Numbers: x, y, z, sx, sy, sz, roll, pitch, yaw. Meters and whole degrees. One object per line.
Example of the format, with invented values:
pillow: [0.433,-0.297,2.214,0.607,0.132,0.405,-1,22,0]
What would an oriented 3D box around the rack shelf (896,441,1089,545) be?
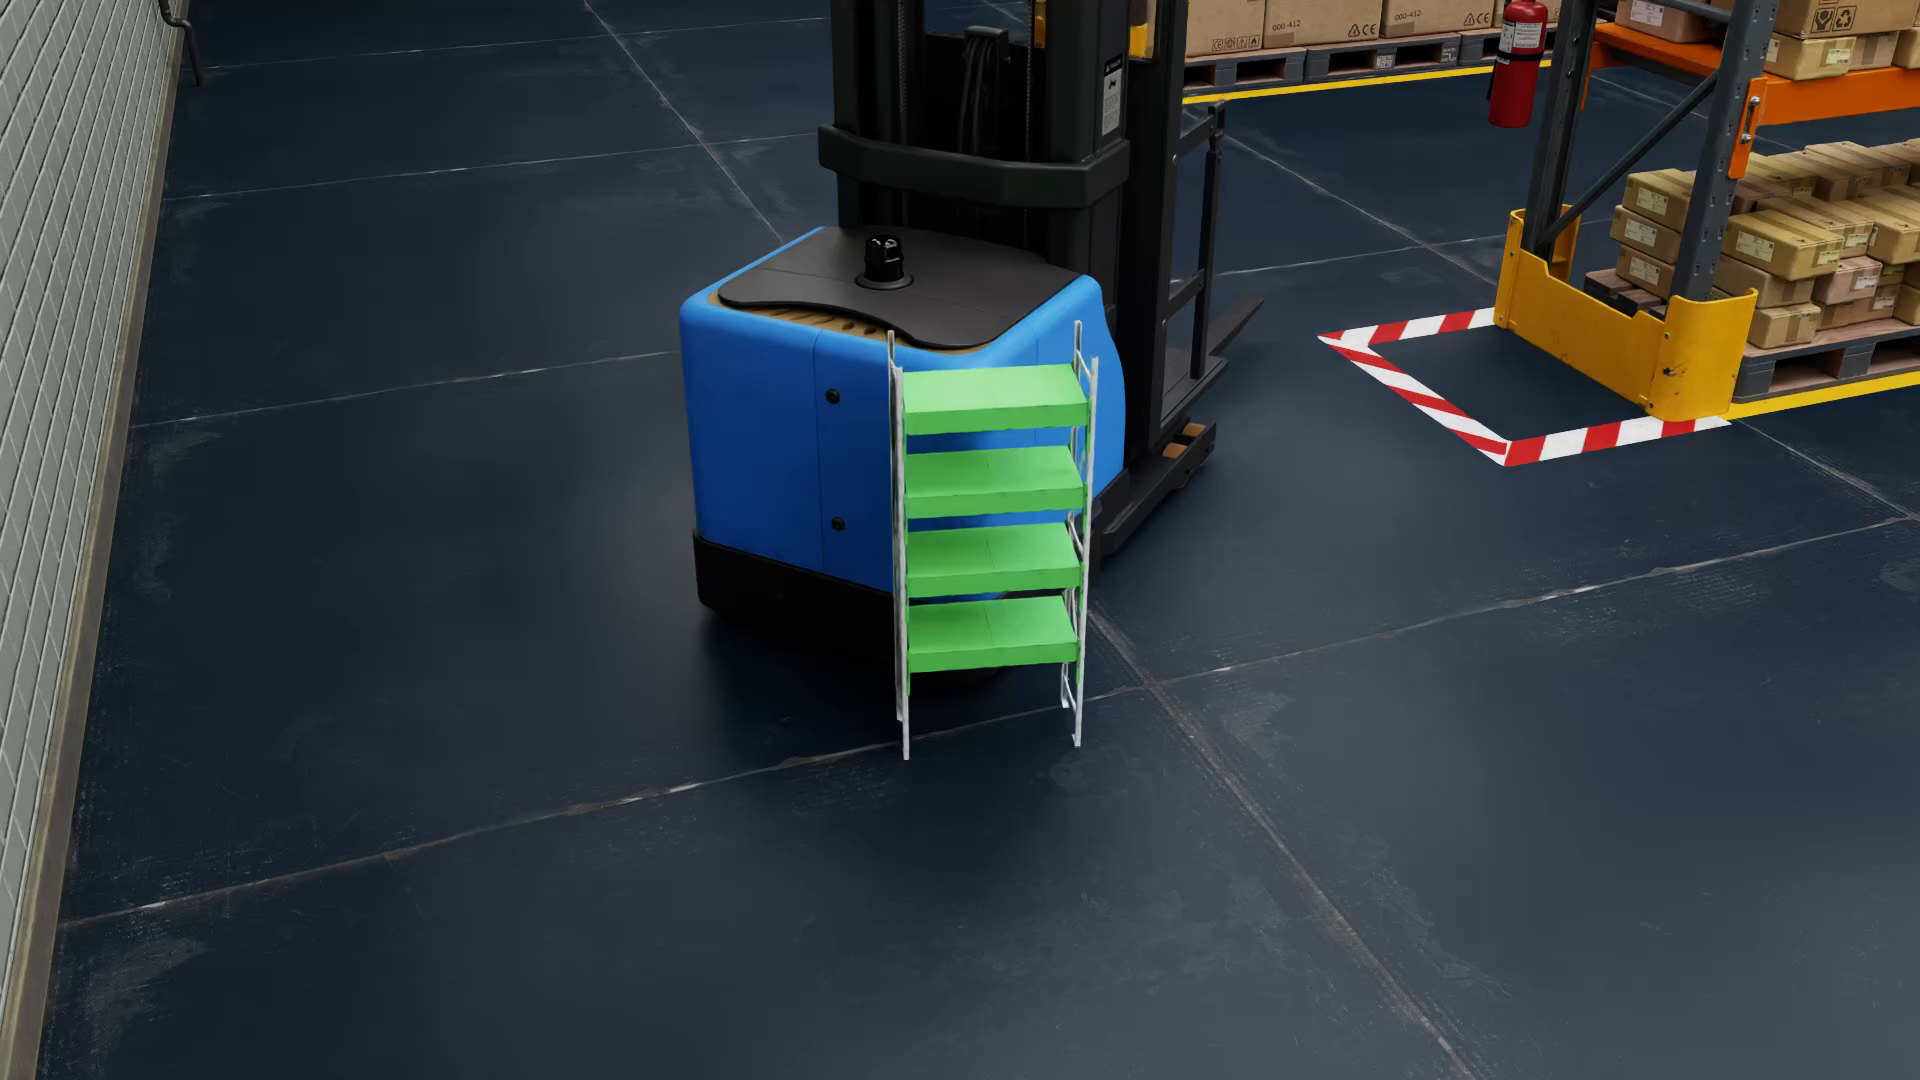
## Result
rack shelf: [0.078,-0.128,4.403,0.480,0.148,0.258,-4,30,-6]

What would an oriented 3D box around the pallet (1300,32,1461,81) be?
pallet: [2.711,-3.496,11.674,1.213,0.211,1.003,-10,31,-18]

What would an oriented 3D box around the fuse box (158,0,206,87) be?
fuse box: [-5.025,-3.781,10.658,0.414,1.711,0.539,-10,31,-18]

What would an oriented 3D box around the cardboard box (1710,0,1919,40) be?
cardboard box: [3.186,-2.168,6.124,0.500,0.500,0.500,-9,31,-15]

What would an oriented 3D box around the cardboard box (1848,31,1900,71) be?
cardboard box: [3.311,-1.904,6.315,0.250,0.149,0.380,-9,31,-16]

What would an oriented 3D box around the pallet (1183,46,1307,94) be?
pallet: [1.570,-3.288,11.308,1.213,0.211,1.003,-10,31,-18]

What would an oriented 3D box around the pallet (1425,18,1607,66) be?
pallet: [3.857,-3.709,12.047,1.213,0.211,1.003,-10,31,-18]

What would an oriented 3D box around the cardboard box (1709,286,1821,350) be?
cardboard box: [3.271,-0.932,6.811,0.250,0.149,0.380,-10,31,-17]

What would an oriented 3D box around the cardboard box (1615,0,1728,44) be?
cardboard box: [2.876,-2.124,6.702,0.250,0.149,0.380,-10,31,-18]

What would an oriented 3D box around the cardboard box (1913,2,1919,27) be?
cardboard box: [3.678,-2.272,6.306,0.500,0.500,0.500,-10,31,-18]

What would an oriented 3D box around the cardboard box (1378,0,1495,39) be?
cardboard box: [3.132,-3.871,11.679,0.875,0.438,0.875,-11,32,-19]

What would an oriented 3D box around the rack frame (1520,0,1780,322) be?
rack frame: [2.669,-2.046,6.311,0.127,3.000,1.000,-10,31,-18]

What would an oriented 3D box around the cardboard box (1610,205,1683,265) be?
cardboard box: [3.064,-1.342,7.231,0.250,0.149,0.380,-11,32,-19]

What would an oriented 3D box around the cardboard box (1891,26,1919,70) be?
cardboard box: [3.581,-1.925,6.353,0.250,0.149,0.380,-11,32,-19]

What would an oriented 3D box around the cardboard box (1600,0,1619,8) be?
cardboard box: [5.150,-4.419,12.198,0.875,0.875,0.875,-9,31,-16]

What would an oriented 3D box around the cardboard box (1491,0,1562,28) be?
cardboard box: [3.971,-4.026,11.951,0.875,0.438,0.875,-11,31,-18]

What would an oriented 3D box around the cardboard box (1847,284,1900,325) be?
cardboard box: [3.718,-1.061,7.038,0.250,0.149,0.380,-10,31,-17]

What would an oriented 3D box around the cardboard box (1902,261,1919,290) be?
cardboard box: [4.002,-1.189,6.961,0.250,0.149,0.380,-9,31,-16]

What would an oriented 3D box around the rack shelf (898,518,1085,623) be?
rack shelf: [0.078,0.080,4.524,0.480,0.148,0.258,-4,30,-6]

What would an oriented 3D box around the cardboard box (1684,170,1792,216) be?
cardboard box: [3.332,-1.474,7.162,0.250,0.149,0.380,-10,31,-17]

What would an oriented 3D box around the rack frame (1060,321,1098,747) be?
rack frame: [0.320,0.009,4.519,0.015,1.200,0.240,-4,30,-6]

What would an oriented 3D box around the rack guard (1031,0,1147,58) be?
rack guard: [0.825,-3.235,10.923,0.348,0.500,1.175,-10,31,-18]

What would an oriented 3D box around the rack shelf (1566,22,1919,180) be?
rack shelf: [4.543,-2.079,7.095,4.000,0.370,1.077,-10,31,-18]

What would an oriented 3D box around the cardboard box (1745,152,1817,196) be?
cardboard box: [3.530,-1.578,7.343,0.250,0.149,0.380,-11,32,-19]

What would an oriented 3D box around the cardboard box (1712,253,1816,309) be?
cardboard box: [3.249,-1.090,6.789,0.250,0.149,0.380,-9,31,-16]

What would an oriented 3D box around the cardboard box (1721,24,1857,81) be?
cardboard box: [3.086,-1.841,6.204,0.250,0.149,0.380,-11,31,-18]

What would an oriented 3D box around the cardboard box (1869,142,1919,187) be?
cardboard box: [4.313,-1.659,7.487,0.250,0.149,0.380,-11,32,-19]

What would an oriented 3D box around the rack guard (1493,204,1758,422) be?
rack guard: [2.740,-0.973,6.953,0.348,0.500,1.175,-10,31,-18]

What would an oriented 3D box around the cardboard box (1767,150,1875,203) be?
cardboard box: [3.795,-1.593,7.370,0.250,0.149,0.380,-12,32,-20]

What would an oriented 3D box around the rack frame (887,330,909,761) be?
rack frame: [-0.164,0.040,4.465,0.015,1.200,0.240,-4,30,-6]

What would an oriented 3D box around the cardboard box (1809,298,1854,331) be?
cardboard box: [3.488,-1.015,6.957,0.250,0.149,0.380,-11,31,-18]

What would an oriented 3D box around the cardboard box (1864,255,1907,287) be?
cardboard box: [3.724,-1.195,6.972,0.250,0.149,0.380,-10,31,-17]

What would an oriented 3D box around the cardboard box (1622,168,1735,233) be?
cardboard box: [3.076,-1.457,7.132,0.250,0.149,0.380,-10,31,-17]

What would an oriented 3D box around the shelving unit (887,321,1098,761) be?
shelving unit: [0.078,0.025,4.492,0.503,1.200,0.258,-4,30,-6]

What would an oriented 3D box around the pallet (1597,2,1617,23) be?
pallet: [5.294,-3.972,12.509,1.213,0.211,1.003,-10,31,-18]

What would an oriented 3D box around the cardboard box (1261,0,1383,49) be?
cardboard box: [2.286,-3.716,11.407,0.875,0.438,0.875,-10,31,-16]

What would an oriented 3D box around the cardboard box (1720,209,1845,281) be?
cardboard box: [3.278,-1.181,6.647,0.250,0.149,0.380,-12,32,-20]

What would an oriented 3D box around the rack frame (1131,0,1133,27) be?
rack frame: [0.848,-4.325,10.311,0.127,3.000,1.000,-10,31,-18]

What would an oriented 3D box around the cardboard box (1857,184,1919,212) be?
cardboard box: [3.979,-1.350,6.944,0.250,0.149,0.380,-12,32,-20]

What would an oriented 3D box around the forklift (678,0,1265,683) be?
forklift: [0.305,-1.556,5.521,1.130,2.935,3.031,15,33,24]

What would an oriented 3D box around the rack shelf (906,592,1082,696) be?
rack shelf: [0.077,0.287,4.645,0.480,0.148,0.258,-4,30,-6]

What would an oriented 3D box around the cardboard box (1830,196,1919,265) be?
cardboard box: [3.775,-1.268,6.801,0.250,0.149,0.380,-11,31,-18]

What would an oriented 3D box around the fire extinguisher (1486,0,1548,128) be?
fire extinguisher: [2.272,-2.021,6.722,0.183,0.674,0.296,-10,31,-18]

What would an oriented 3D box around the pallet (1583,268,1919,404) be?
pallet: [3.514,-0.971,7.242,1.213,0.211,1.003,-10,31,-18]

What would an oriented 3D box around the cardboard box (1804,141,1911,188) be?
cardboard box: [4.027,-1.665,7.497,0.250,0.149,0.380,-9,31,-16]

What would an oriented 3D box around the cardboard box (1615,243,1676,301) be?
cardboard box: [3.089,-1.177,7.242,0.250,0.149,0.380,-10,31,-17]

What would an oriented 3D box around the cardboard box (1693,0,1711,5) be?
cardboard box: [3.000,-2.416,6.558,0.500,0.500,0.500,-10,31,-17]

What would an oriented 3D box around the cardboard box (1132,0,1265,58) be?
cardboard box: [1.431,-3.555,11.123,0.875,0.438,0.875,-12,32,-19]

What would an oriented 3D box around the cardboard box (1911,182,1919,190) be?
cardboard box: [4.242,-1.393,7.020,0.250,0.149,0.380,-9,31,-16]

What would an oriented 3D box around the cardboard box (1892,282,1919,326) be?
cardboard box: [3.996,-1.054,7.026,0.250,0.149,0.380,-10,31,-17]

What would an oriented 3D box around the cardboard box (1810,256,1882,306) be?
cardboard box: [3.525,-1.111,6.826,0.250,0.149,0.380,-11,31,-18]

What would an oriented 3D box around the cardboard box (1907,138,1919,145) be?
cardboard box: [4.549,-1.717,7.589,0.250,0.149,0.380,-10,31,-17]

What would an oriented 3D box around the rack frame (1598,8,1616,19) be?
rack frame: [4.597,-5.016,11.523,0.127,3.000,1.000,-10,31,-18]

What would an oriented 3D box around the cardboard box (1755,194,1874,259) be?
cardboard box: [3.495,-1.284,6.829,0.250,0.149,0.380,-10,31,-17]

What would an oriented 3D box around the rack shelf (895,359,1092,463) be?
rack shelf: [0.078,-0.335,4.283,0.480,0.148,0.258,-4,30,-6]
